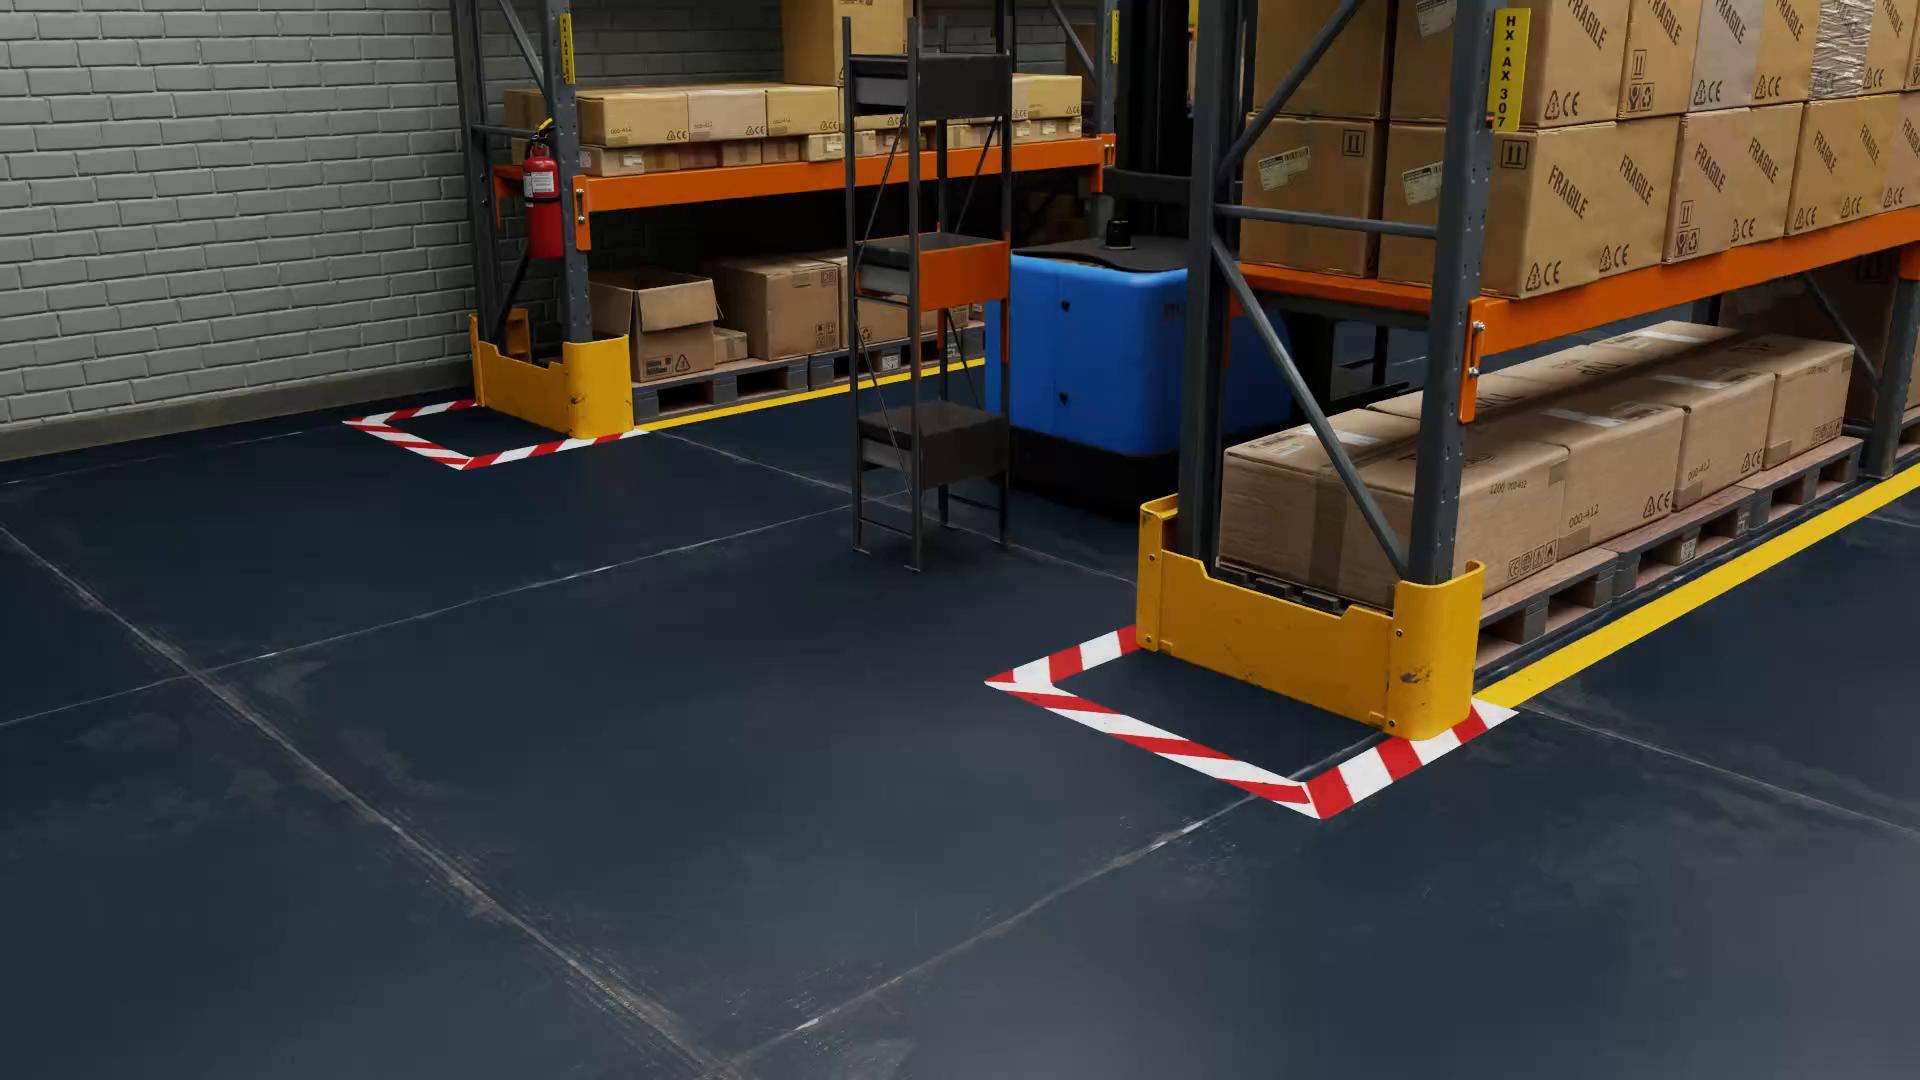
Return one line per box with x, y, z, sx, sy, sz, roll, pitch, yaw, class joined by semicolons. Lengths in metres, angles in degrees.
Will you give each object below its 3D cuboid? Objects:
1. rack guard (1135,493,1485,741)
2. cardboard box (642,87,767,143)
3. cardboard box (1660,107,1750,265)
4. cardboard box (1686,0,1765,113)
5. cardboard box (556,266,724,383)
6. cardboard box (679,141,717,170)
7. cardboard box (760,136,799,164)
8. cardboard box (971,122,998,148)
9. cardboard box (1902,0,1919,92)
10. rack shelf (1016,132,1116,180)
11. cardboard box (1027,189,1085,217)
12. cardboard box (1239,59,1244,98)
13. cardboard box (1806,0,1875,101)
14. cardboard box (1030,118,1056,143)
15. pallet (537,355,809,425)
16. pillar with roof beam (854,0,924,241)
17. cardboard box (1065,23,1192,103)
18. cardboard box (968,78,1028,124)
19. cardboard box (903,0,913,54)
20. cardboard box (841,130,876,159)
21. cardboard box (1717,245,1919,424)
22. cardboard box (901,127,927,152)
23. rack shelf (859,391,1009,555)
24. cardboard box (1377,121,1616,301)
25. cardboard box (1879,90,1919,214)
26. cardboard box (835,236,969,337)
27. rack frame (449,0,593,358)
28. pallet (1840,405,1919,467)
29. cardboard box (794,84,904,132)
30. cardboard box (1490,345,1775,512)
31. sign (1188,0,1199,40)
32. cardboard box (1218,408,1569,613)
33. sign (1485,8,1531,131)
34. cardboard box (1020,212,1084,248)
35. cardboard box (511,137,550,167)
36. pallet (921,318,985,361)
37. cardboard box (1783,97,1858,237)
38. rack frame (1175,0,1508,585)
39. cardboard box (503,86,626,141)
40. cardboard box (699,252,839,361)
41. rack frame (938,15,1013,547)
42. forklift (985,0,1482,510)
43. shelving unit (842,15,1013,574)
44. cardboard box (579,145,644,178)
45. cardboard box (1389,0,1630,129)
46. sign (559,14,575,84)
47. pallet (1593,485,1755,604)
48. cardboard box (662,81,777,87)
1.119;0.219;5.500;0.348;0.500;1.175;-16;24;-41;rack guard
-1.396;-2.300;8.975;0.500;0.250;0.500;-16;24;-40;cardboard box
2.413;-1.278;5.900;0.500;0.500;0.500;-16;24;-41;cardboard box
2.420;-1.758;5.761;0.500;0.500;0.500;-16;24;-41;cardboard box
-1.767;-1.208;9.213;0.797;0.503;0.637;17;24;42;cardboard box
-1.529;-2.103;9.016;0.250;0.149;0.380;-17;24;-42;cardboard box
-1.114;-2.201;9.316;0.250;0.149;0.380;-16;24;-40;cardboard box
0.016;-2.521;10.304;0.250;0.149;0.380;-15;24;-39;cardboard box
3.890;-2.184;7.075;0.500;0.500;0.500;-17;24;-41;cardboard box
2.083;-3.016;12.591;4.000;0.370;1.077;-16;24;-41;rack shelf
0.699;-2.397;11.833;0.380;0.149;0.250;17;24;42;cardboard box
1.903;-3.279;11.771;0.258;0.266;0.396;-15;23;-38;cardboard box
3.152;-1.969;6.410;0.500;0.500;0.500;-16;24;-40;cardboard box
0.397;-2.631;10.643;0.250;0.149;0.380;-15;24;-39;cardboard box
-1.643;-0.946;9.560;1.213;0.211;1.003;-16;24;-41;pallet
2.462;-4.878;7.440;0.400;9.000;9.100;-16;24;-41;pillar with roof beam
1.135;-3.234;11.254;0.500;0.500;0.700;-15;24;-39;cardboard box
0.073;-2.733;10.311;0.500;0.250;0.500;-16;24;-41;cardboard box
-0.635;-3.106;10.245;0.500;0.500;0.500;-17;25;-42;cardboard box
-0.702;-2.298;9.616;0.250;0.149;0.380;-16;24;-40;cardboard box
4.438;-1.161;8.467;0.875;0.875;0.875;-15;23;-39;cardboard box
-0.415;-2.431;10.026;0.250;0.149;0.380;-16;24;-40;cardboard box
-0.120;-0.285;6.773;0.480;0.518;0.431;-16;24;-41;rack shelf
1.682;-1.060;5.230;0.500;0.500;0.500;-17;24;-41;cardboard box
3.881;-1.715;7.249;0.500;0.500;0.500;-16;24;-40;cardboard box
-0.365;-1.599;10.423;0.700;0.500;0.500;17;24;42;cardboard box
-2.277;-2.087;8.558;0.127;3.000;1.000;-16;24;-41;rack frame
4.552;-0.677;8.730;1.213;0.211;1.003;-16;24;-41;pallet
-0.673;-2.521;9.658;0.500;0.250;0.500;-17;25;-42;cardboard box
2.863;-0.505;7.153;0.875;0.438;0.875;17;25;42;cardboard box
0.774;-1.763;5.299;0.005;0.325;0.100;-16;24;-41;sign
1.547;-0.119;5.961;0.875;0.438;0.875;17;24;42;cardboard box
1.513;-1.299;4.597;0.005;0.325;0.100;-16;24;-41;sign
0.783;-2.116;12.019;0.500;0.500;0.500;-16;24;-41;cardboard box
-2.220;-2.098;8.999;0.250;0.149;0.380;-17;24;-41;cardboard box
0.130;-1.463;11.154;1.213;0.211;1.003;-16;24;-41;pallet
3.156;-1.495;6.570;0.500;0.500;0.500;-17;24;-42;cardboard box
1.136;-0.975;5.130;0.127;3.000;1.000;-16;24;-41;rack frame
-2.125;-2.314;9.020;0.500;0.250;0.500;-15;23;-39;cardboard box
-1.119;-1.379;9.745;0.500;0.500;0.700;-15;23;-39;cardboard box
0.057;-1.015;6.712;0.015;2.100;0.400;-16;24;-41;rack frame
1.528;-1.874;8.013;3.031;2.935;1.130;-16;24;-40;forklift
-0.120;-0.964;6.553;0.503;2.100;0.431;-16;24;-41;shelving unit
-1.849;-1.976;8.622;0.250;0.149;0.380;-16;24;-41;cardboard box
1.681;-1.537;5.077;0.500;0.500;0.500;-17;25;-42;cardboard box
-1.904;-2.377;8.050;0.005;0.325;0.100;-16;24;-41;sign
2.550;-0.093;6.930;1.213;0.211;1.003;-16;24;-41;pallet
-1.386;-2.527;9.676;0.500;0.250;0.500;-15;23;-39;cardboard box
